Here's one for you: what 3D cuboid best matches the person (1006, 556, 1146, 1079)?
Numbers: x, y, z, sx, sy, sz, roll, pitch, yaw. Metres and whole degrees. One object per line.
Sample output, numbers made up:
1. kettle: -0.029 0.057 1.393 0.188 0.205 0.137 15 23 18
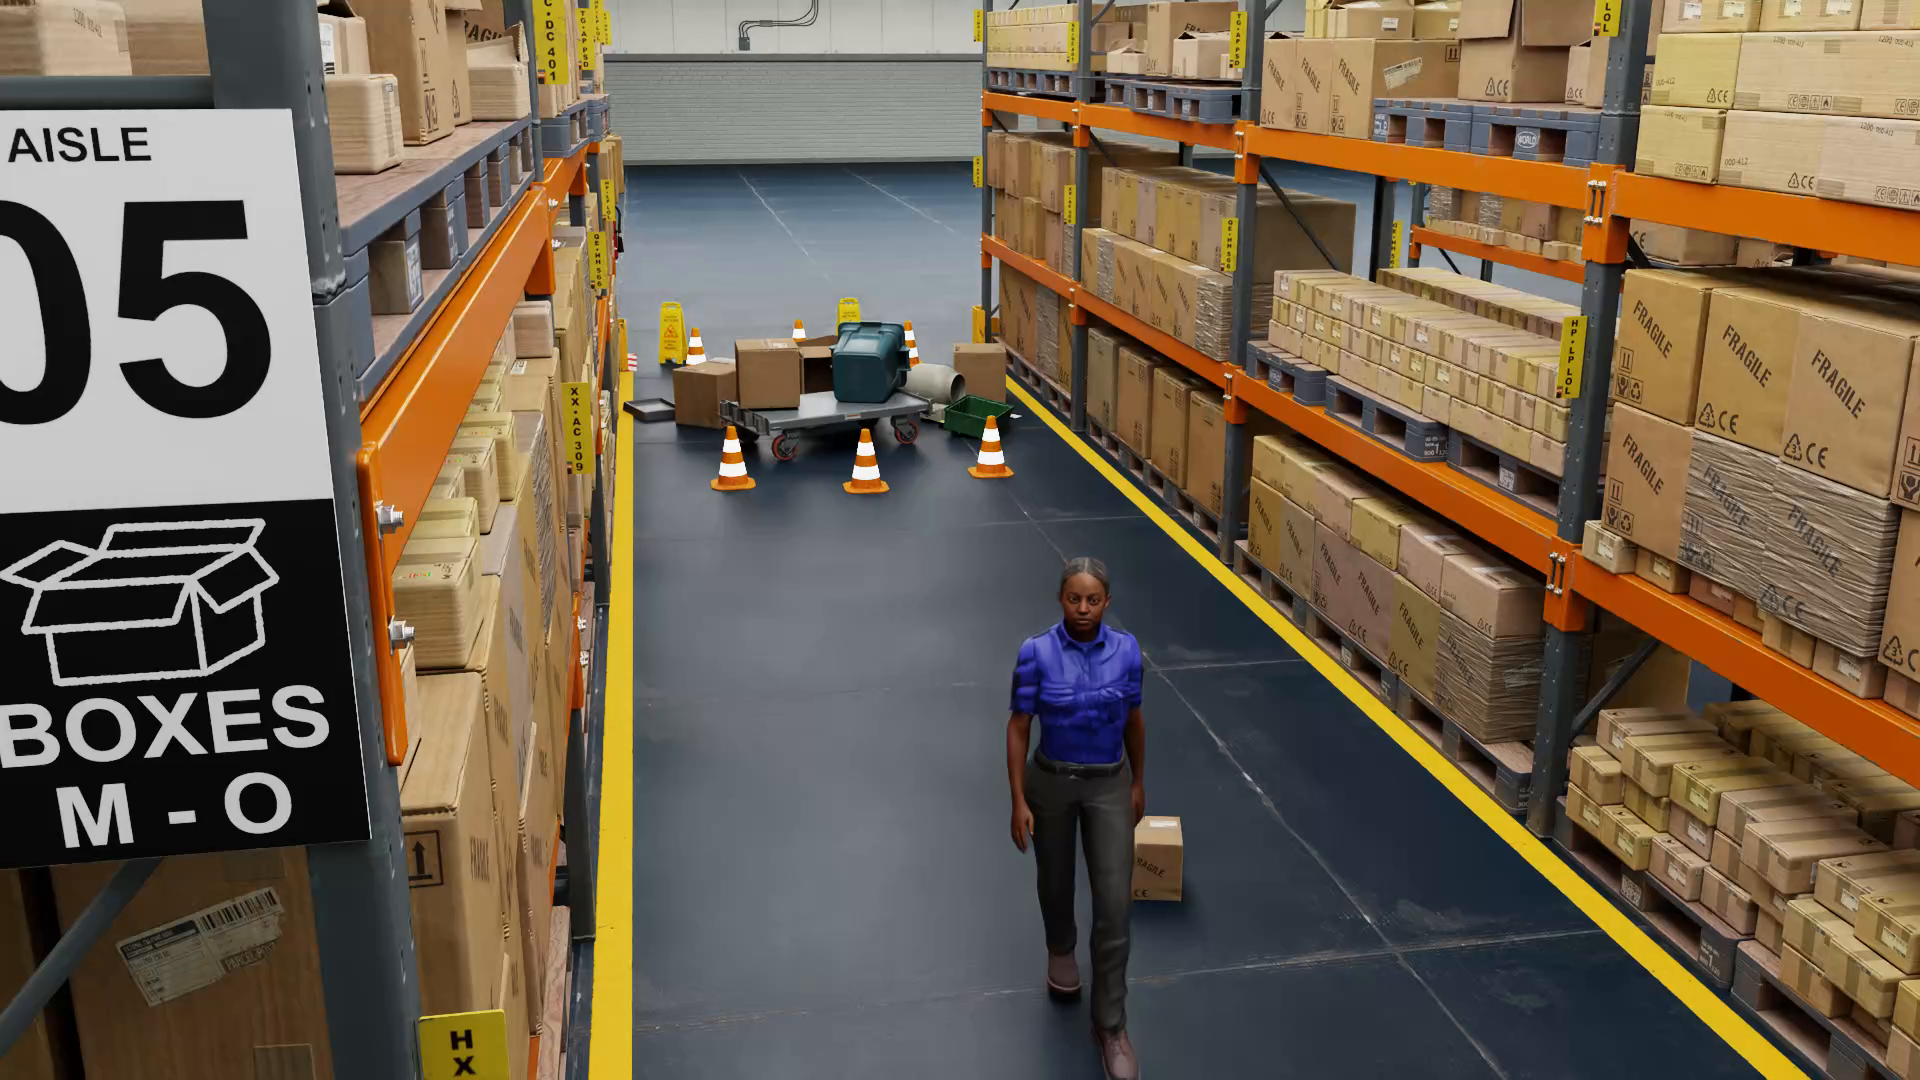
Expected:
1. person: 0.397 0.889 5.562 0.486 1.676 0.781 0 16 0
